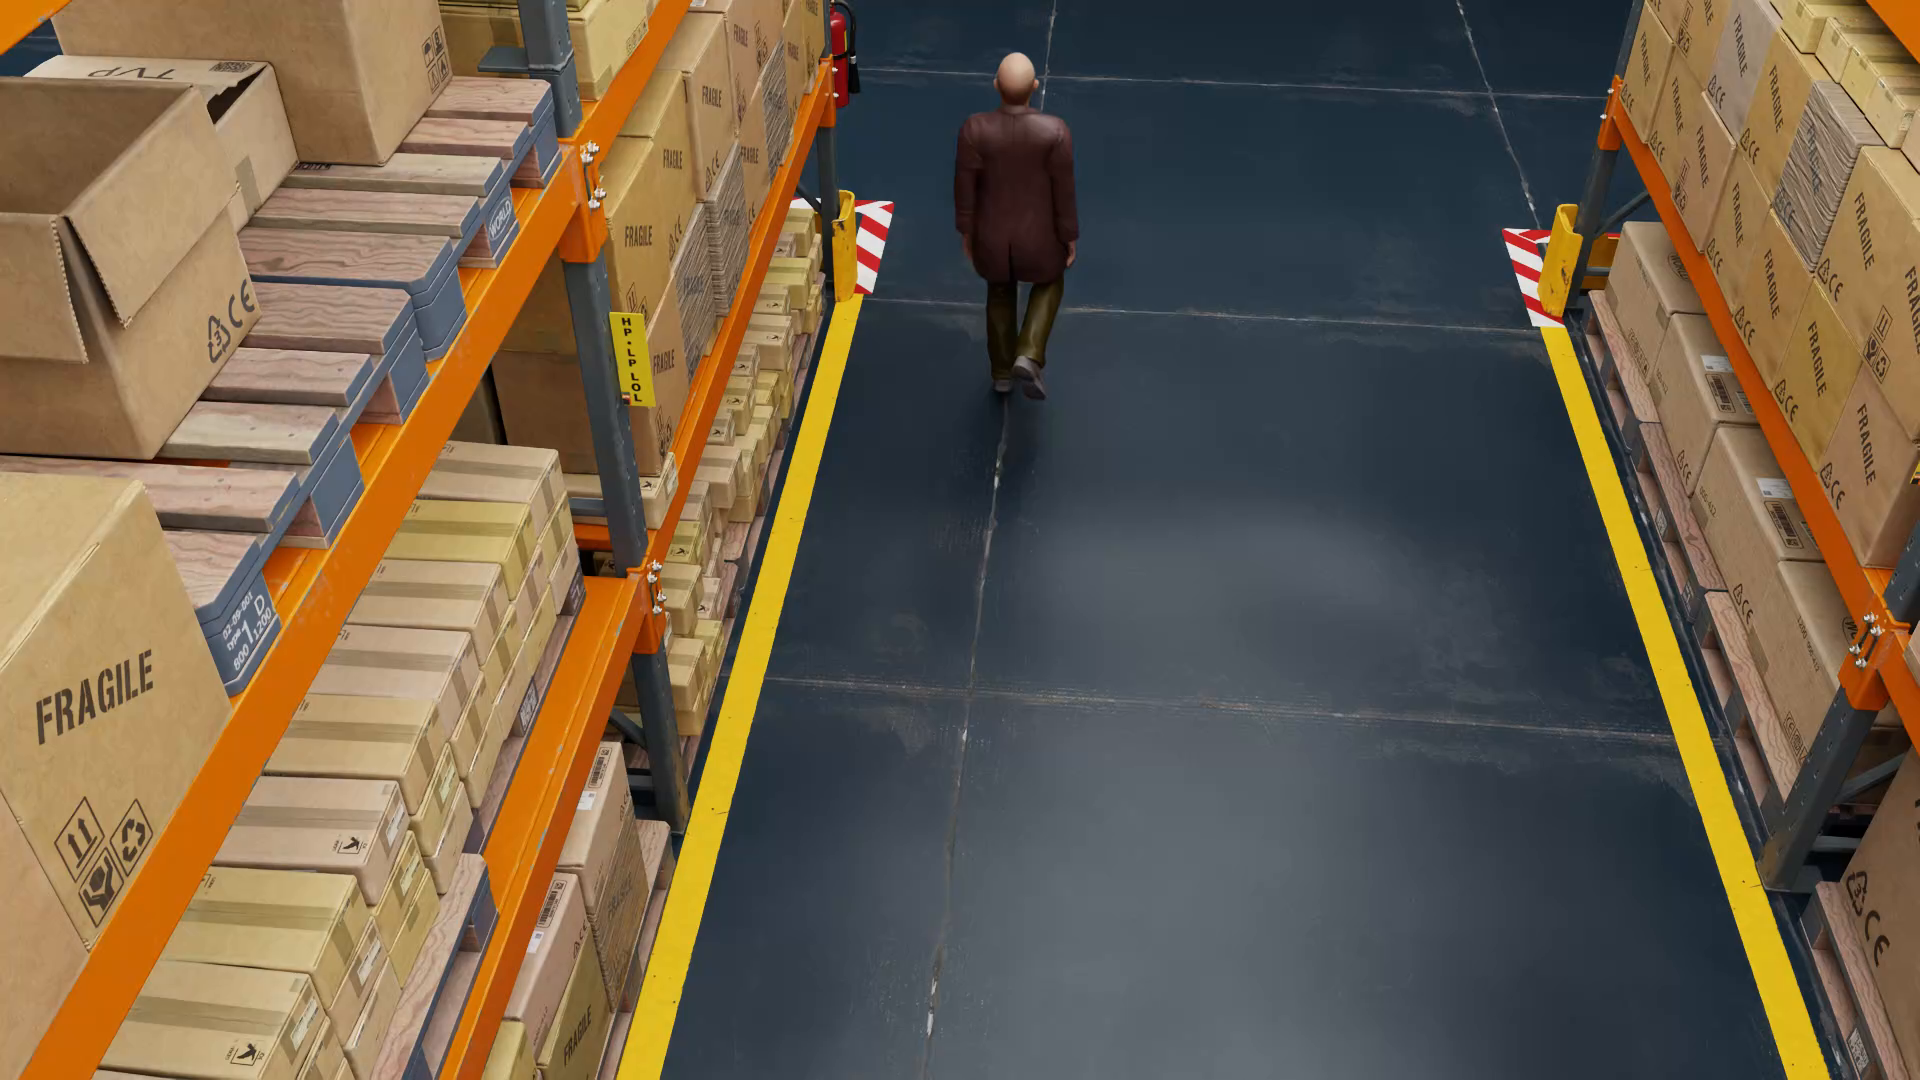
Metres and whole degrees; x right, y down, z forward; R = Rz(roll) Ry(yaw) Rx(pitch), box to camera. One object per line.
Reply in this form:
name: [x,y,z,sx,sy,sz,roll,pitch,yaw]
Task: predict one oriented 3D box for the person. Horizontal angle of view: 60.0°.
person: [0.271,-1.382,7.950,0.600,1.573,0.601,6,40,8]
